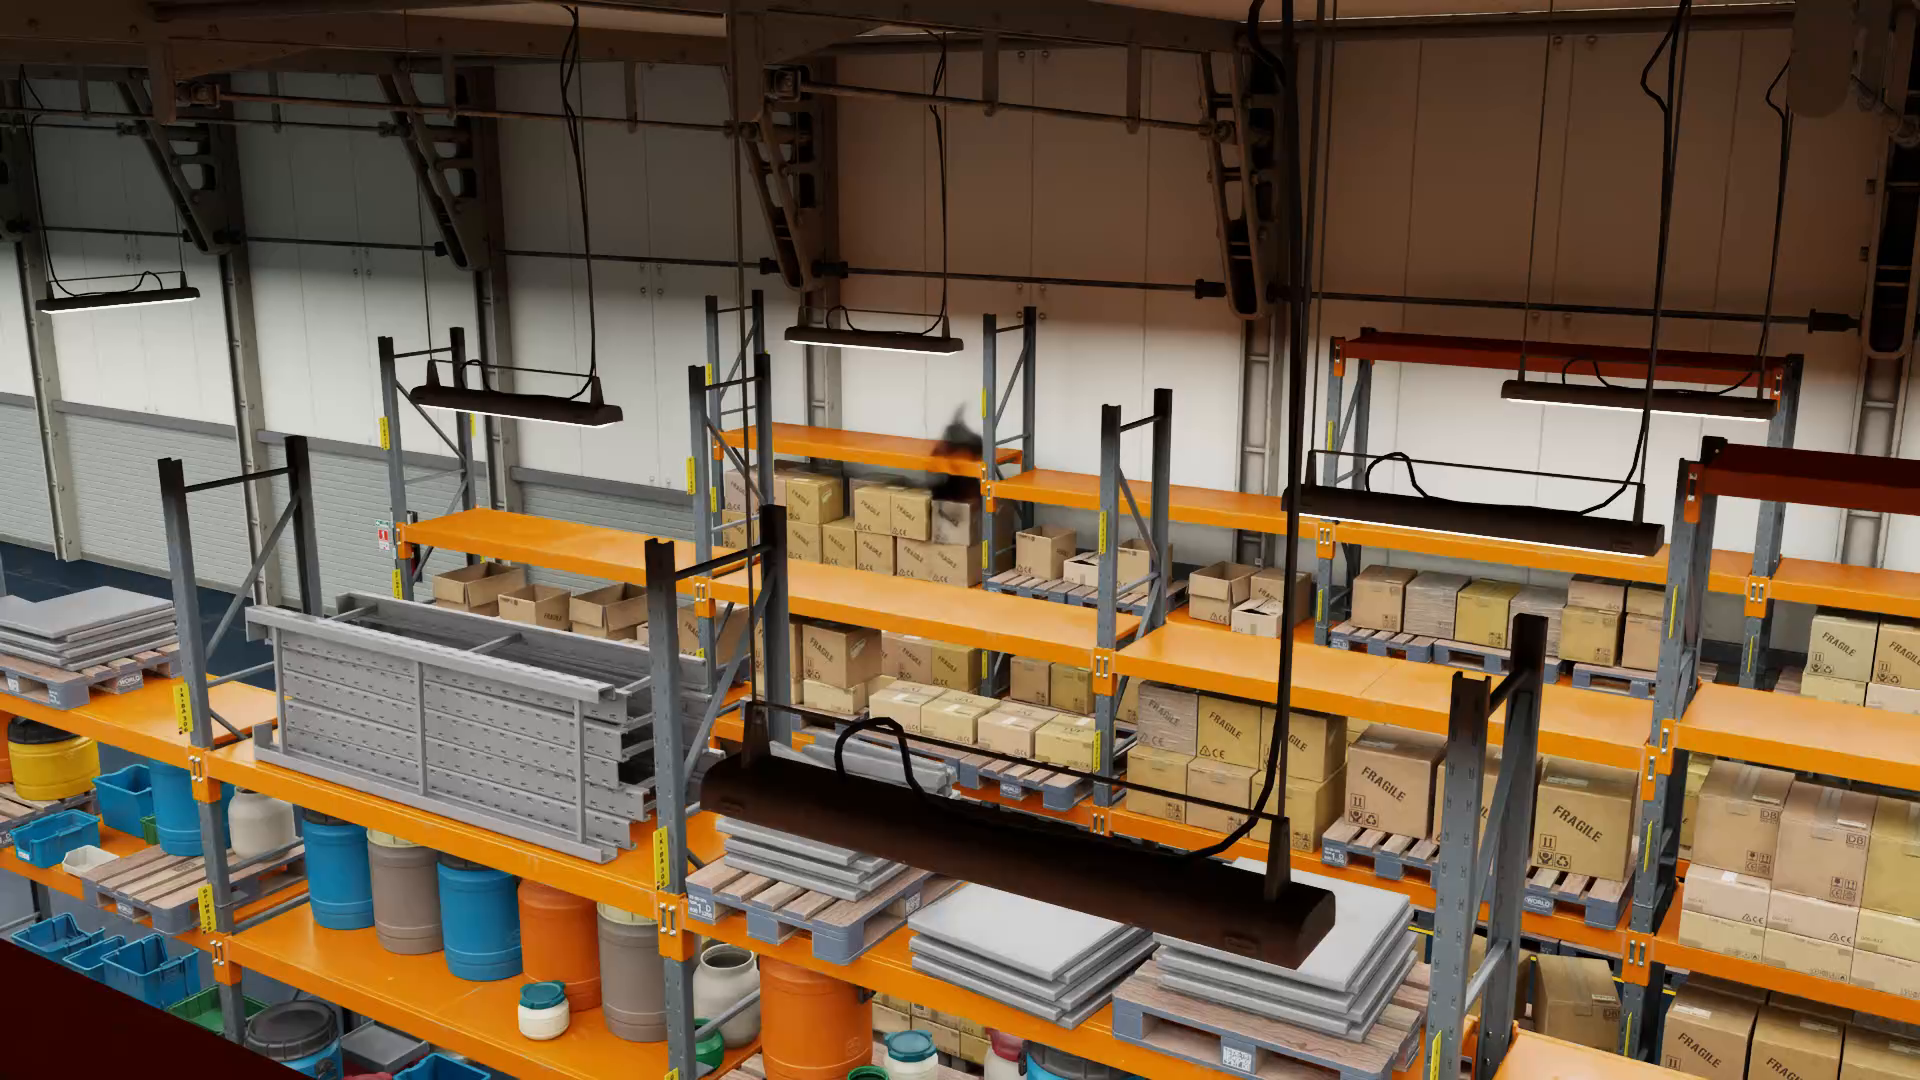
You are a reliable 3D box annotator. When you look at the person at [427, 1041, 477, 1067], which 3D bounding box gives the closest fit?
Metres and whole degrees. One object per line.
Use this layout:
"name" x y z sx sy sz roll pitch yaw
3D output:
"person" -3.976 4.054 13.257 0.600 1.728 0.690 9 17 33
